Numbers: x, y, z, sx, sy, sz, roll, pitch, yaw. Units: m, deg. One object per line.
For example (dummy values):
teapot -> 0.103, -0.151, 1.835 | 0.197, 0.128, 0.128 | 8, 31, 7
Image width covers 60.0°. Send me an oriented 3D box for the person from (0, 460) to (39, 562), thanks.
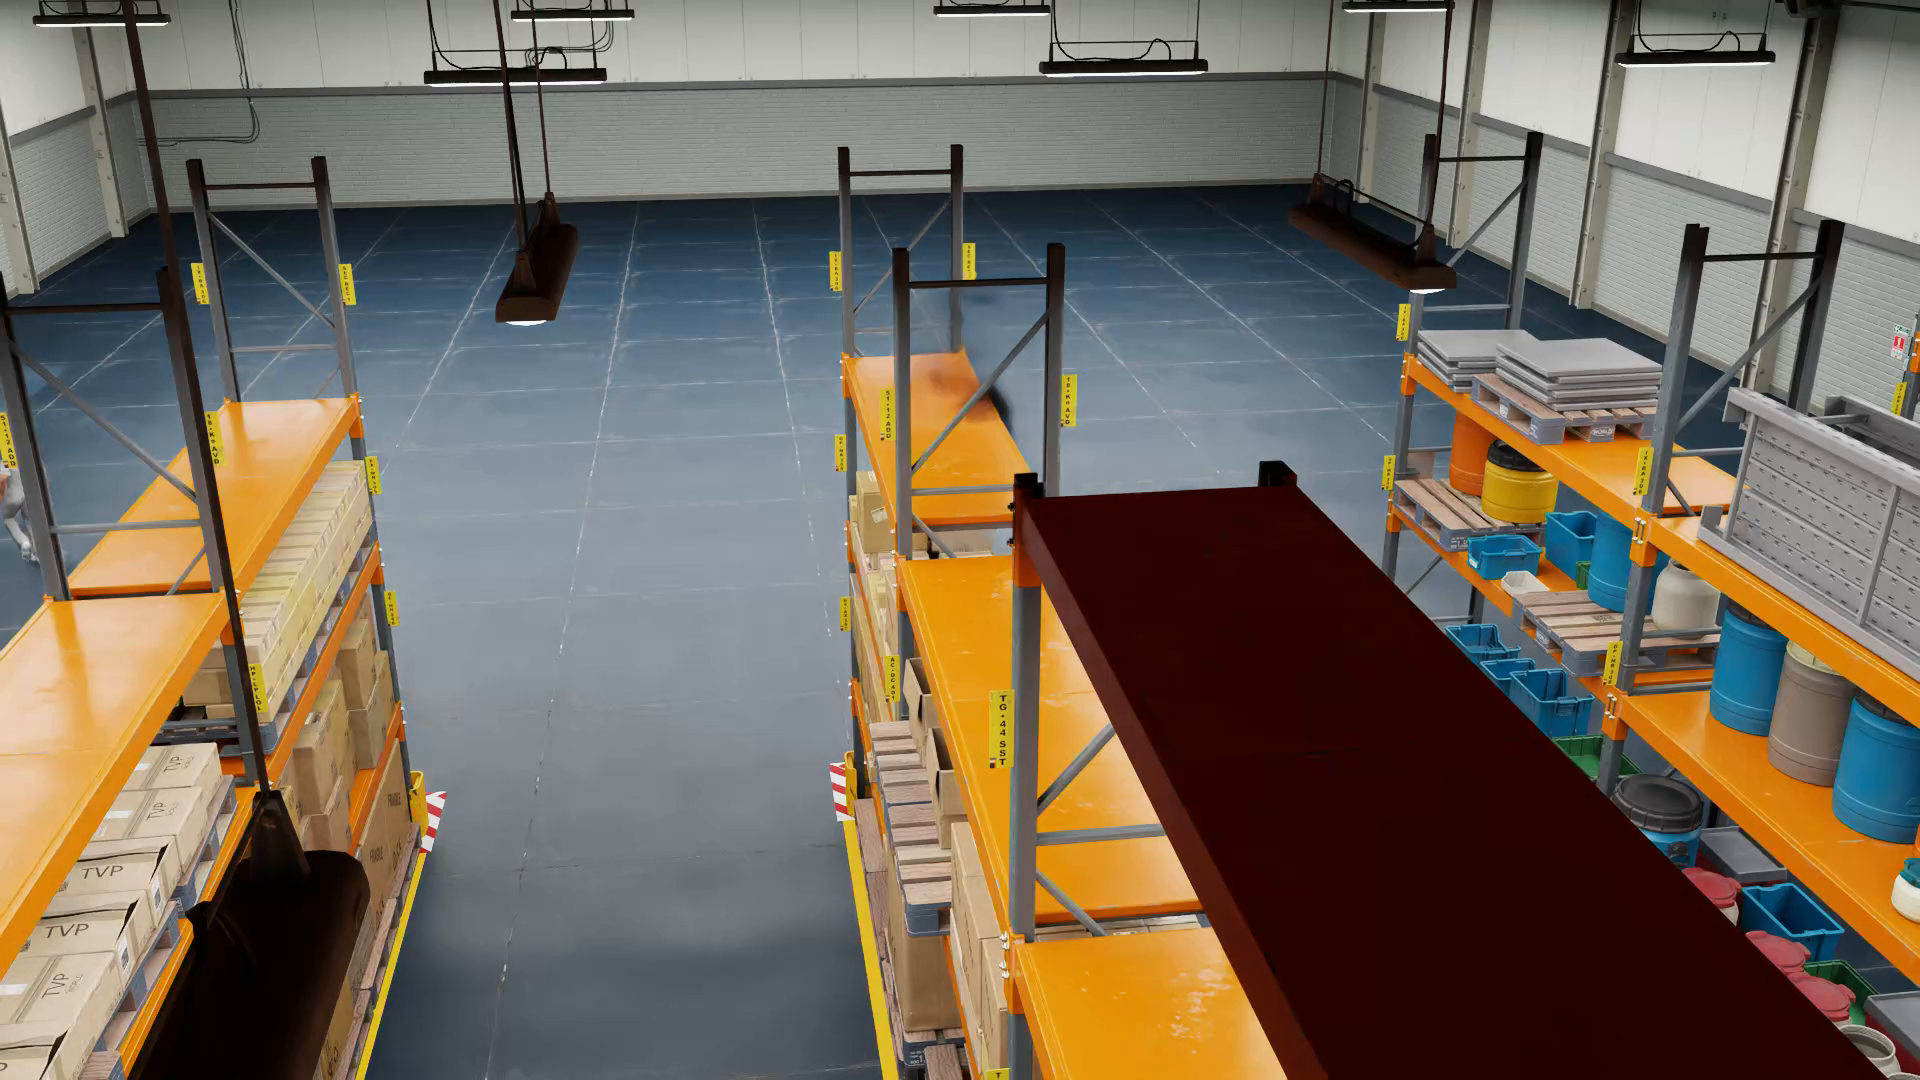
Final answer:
person -> -11.741, -0.525, 20.712 | 0.621, 1.634, 0.543 | 15, 26, 34
